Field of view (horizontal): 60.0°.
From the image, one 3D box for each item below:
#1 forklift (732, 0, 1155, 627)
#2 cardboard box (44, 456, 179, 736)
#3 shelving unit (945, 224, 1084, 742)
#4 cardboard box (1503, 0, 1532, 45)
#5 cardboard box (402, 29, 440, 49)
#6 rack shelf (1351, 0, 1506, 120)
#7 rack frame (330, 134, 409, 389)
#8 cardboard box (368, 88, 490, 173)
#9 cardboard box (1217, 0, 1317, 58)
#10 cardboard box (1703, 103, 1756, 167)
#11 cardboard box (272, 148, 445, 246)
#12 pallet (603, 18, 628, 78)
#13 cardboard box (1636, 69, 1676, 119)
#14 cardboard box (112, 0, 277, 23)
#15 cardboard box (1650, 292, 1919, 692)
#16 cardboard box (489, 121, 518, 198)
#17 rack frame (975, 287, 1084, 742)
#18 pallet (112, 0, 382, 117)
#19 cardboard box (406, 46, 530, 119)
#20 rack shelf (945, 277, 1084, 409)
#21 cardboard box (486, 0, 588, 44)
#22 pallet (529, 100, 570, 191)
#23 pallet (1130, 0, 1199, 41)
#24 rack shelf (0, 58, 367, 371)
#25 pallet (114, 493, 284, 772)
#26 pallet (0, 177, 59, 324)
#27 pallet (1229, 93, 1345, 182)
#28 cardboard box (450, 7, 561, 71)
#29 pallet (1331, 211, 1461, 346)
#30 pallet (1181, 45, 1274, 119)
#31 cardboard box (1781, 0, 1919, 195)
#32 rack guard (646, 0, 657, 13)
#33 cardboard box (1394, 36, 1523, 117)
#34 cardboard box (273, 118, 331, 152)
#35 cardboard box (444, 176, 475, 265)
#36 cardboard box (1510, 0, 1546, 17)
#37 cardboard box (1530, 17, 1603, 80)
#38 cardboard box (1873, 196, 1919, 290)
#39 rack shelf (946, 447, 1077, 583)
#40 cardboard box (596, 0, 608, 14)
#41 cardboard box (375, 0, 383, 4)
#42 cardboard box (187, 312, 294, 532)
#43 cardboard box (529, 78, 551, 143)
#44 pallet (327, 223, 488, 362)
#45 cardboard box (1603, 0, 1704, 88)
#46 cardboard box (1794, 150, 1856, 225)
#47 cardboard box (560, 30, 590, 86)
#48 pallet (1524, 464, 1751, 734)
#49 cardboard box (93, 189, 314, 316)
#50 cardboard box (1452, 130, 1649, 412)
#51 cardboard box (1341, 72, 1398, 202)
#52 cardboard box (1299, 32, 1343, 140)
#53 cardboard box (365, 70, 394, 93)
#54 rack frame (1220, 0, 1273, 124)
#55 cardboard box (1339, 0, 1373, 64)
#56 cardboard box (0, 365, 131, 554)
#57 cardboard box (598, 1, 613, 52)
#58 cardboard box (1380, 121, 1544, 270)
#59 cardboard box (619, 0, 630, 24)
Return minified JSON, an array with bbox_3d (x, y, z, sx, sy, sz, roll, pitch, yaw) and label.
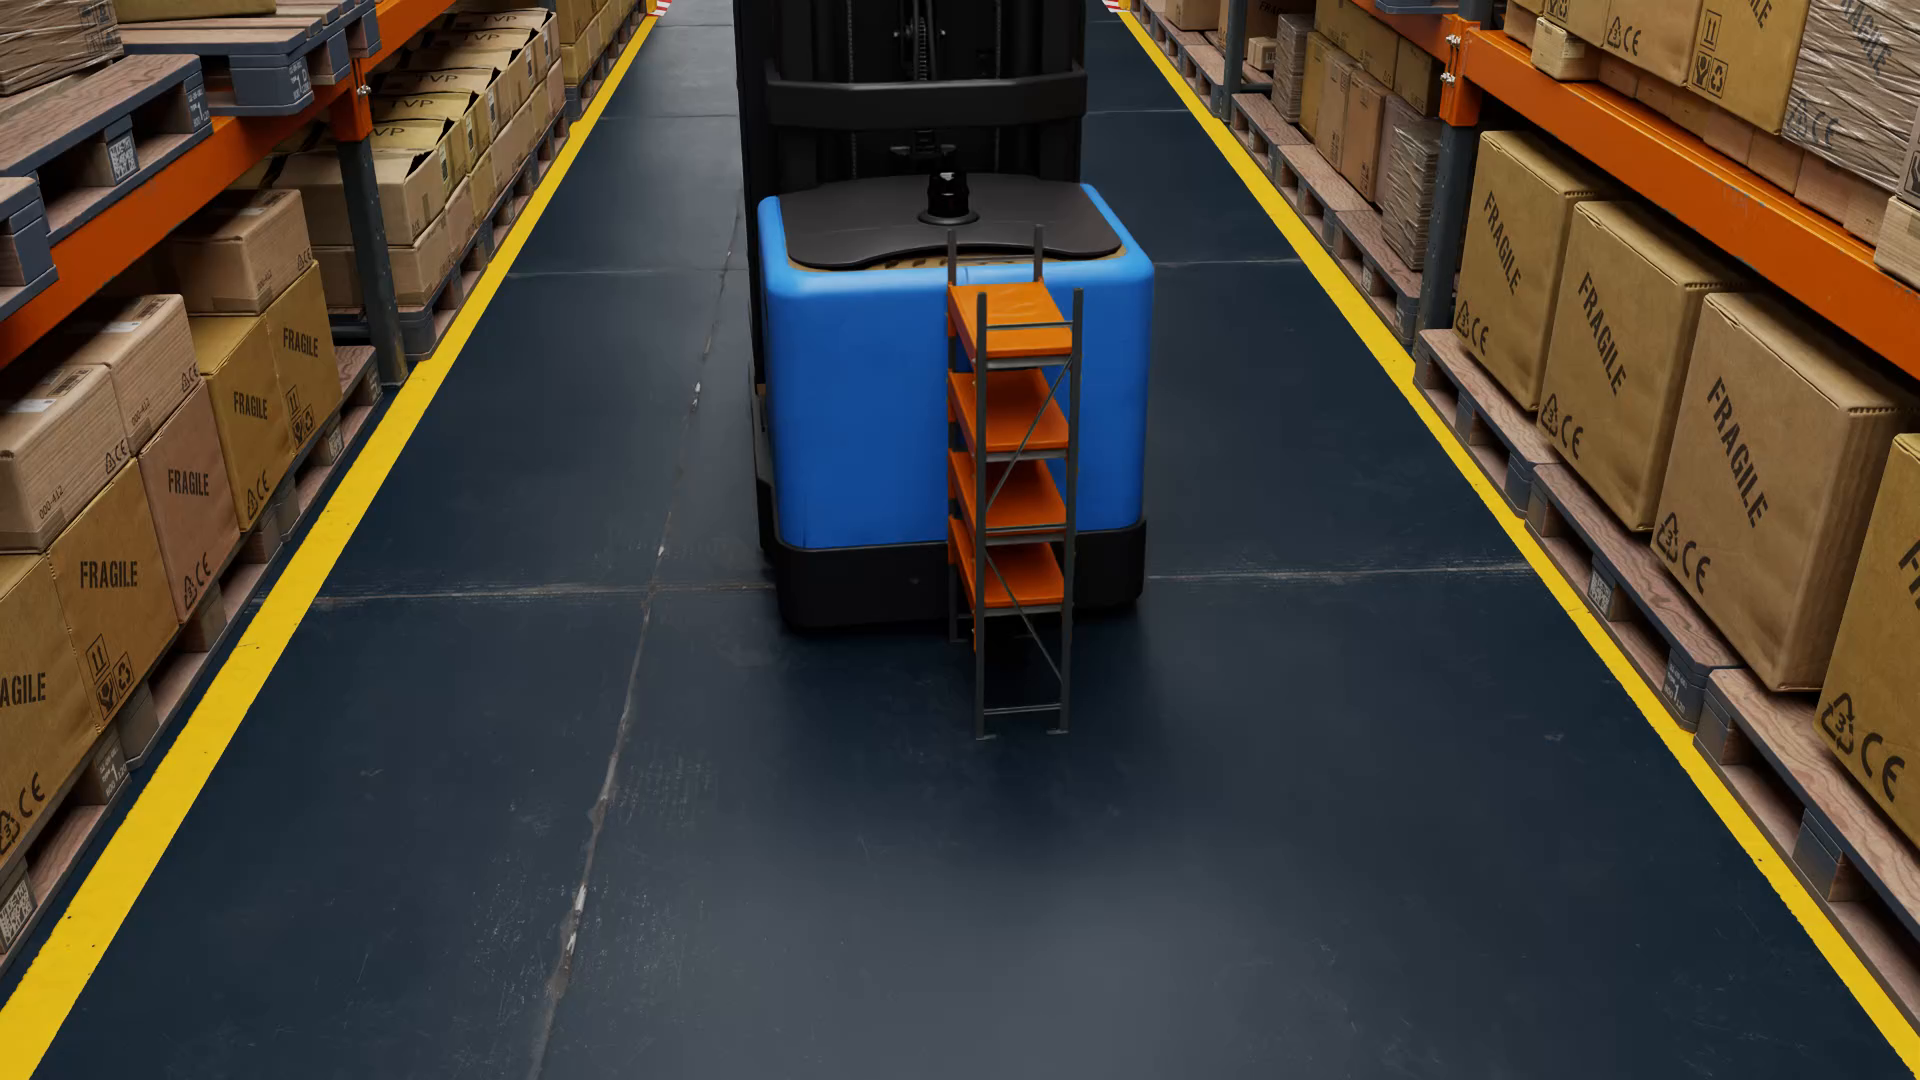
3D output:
[{"bbox_3d":[-0.190,-1.714,5.366,1.130,2.935,3.031,-4,28,-7],"label":"forklift"},{"bbox_3d":[-2.269,0.129,3.986,0.500,0.500,0.500,-1,28,-2],"label":"cardboard box"},{"bbox_3d":[0.124,-0.138,4.217,0.258,1.200,0.503,-4,28,-7],"label":"shelving unit"},{"bbox_3d":[2.094,-1.786,5.681,0.380,0.149,0.250,-2,28,-3],"label":"cardboard box"},{"bbox_3d":[-3.054,-2.560,8.827,0.500,0.311,0.500,-2,28,-3],"label":"cardboard box"},{"bbox_3d":[2.204,-2.651,7.867,1.077,0.370,4.000,-1,28,-3],"label":"rack shelf"},{"bbox_3d":[-2.639,-1.925,5.697,1.000,3.000,0.127,-1,28,-3],"label":"rack frame"},{"bbox_3d":[-2.433,-1.868,7.500,0.500,0.311,0.500,-2,28,-4],"label":"cardboard box"},{"bbox_3d":[2.005,-3.459,10.865,0.500,0.500,0.500,-3,28,-7],"label":"cardboard box"},{"bbox_3d":[2.185,-1.078,4.323,0.380,0.149,0.250,-1,28,-2],"label":"cardboard box"},{"bbox_3d":[-2.373,-1.390,6.583,0.500,0.311,0.500,0,28,-1],"label":"cardboard box"},{"bbox_3d":[-2.914,-3.469,11.673,1.003,0.211,1.213,-1,28,-3],"label":"pallet"},{"bbox_3d":[2.186,-1.312,4.772,0.380,0.149,0.250,-1,28,-2],"label":"cardboard box"},{"bbox_3d":[-2.493,-1.867,5.024,0.700,0.500,0.500,-11,29,-20],"label":"cardboard box"},{"bbox_3d":[2.304,-0.140,4.144,0.750,0.750,0.750,-1,28,-1],"label":"cardboard box"},{"bbox_3d":[-2.459,-1.850,8.072,0.500,0.250,0.500,-1,28,-2],"label":"cardboard box"},{"bbox_3d":[0.158,-0.026,4.003,0.240,1.200,0.015,-4,28,-7],"label":"rack frame"},{"bbox_3d":[-2.533,-1.529,5.144,1.213,0.211,1.003,-1,28,-3],"label":"pallet"},{"bbox_3d":[-2.483,-2.337,8.400,0.500,0.311,0.500,-1,28,-3],"label":"cardboard box"},{"bbox_3d":[0.124,-0.487,4.036,0.258,0.148,0.480,-4,28,-7],"label":"rack shelf"},{"bbox_3d":[-2.559,-3.293,10.029,0.500,0.500,0.500,-1,28,-3],"label":"cardboard box"},{"bbox_3d":[-2.770,-2.197,9.233,1.003,0.211,1.213,-1,28,-3],"label":"pallet"},{"bbox_3d":[1.901,-4.093,12.870,1.003,0.211,1.213,-1,28,-3],"label":"pallet"},{"bbox_3d":[-2.534,-0.682,4.093,1.077,0.370,4.000,-1,28,-3],"label":"rack shelf"},{"bbox_3d":[-2.577,0.219,4.601,1.003,0.211,1.213,-1,28,-3],"label":"pallet"},{"bbox_3d":[-2.363,-0.364,2.912,1.003,0.211,1.213,-1,28,-3],"label":"pallet"},{"bbox_3d":[2.141,-2.298,9.427,1.003,0.211,1.213,-1,28,-3],"label":"pallet"},{"bbox_3d":[-2.540,-2.808,9.303,0.500,0.311,0.500,-1,28,-3],"label":"cardboard box"},{"bbox_3d":[2.269,-1.171,7.267,1.003,0.211,1.213,-1,28,-3],"label":"pallet"},{"bbox_3d":[2.029,-2.966,10.709,1.003,0.211,1.213,-1,28,-3],"label":"pallet"},{"bbox_3d":[2.187,-1.059,3.585,0.500,0.500,0.500,-1,28,-3],"label":"cardboard box"},{"bbox_3d":[-3.058,-4.522,13.380,1.175,0.500,0.348,-1,28,-3],"label":"rack guard"},{"bbox_3d":[2.251,-2.061,7.375,0.500,0.250,0.500,-1,28,-2],"label":"cardboard box"},{"bbox_3d":[-2.946,-1.616,7.018,0.500,0.311,0.500,-2,28,-3],"label":"cardboard box"},{"bbox_3d":[-2.400,-1.373,7.158,0.500,0.250,0.500,-2,28,-4],"label":"cardboard box"},{"bbox_3d":[2.078,-2.001,5.391,0.500,0.500,0.500,-1,28,-1],"label":"cardboard box"},{"bbox_3d":[2.028,-1.545,5.218,0.380,0.149,0.250,-1,28,-1],"label":"cardboard box"},{"bbox_3d":[2.139,-0.603,3.413,0.380,0.149,0.250,-1,28,-3],"label":"cardboard box"},{"bbox_3d":[0.124,-0.078,4.248,0.258,0.148,0.480,-4,28,-7],"label":"rack shelf"},{"bbox_3d":[-2.611,-3.755,10.915,0.500,0.500,0.500,-1,28,-3],"label":"cardboard box"},{"bbox_3d":[-2.492,-2.303,6.519,0.500,0.311,0.500,-2,28,-3],"label":"cardboard box"},{"bbox_3d":[-2.329,-0.346,4.898,0.500,0.500,0.500,-2,28,-5],"label":"cardboard box"},{"bbox_3d":[-2.512,-2.321,8.976,0.500,0.250,0.500,-2,28,-3],"label":"cardboard box"},{"bbox_3d":[-2.643,-1.070,7.073,1.003,0.211,1.213,-1,28,-3],"label":"pallet"},{"bbox_3d":[2.121,-1.530,4.488,0.500,0.500,0.500,-2,28,-3],"label":"cardboard box"},{"bbox_3d":[2.194,-0.834,3.855,0.380,0.149,0.250,-2,28,-4],"label":"cardboard box"},{"bbox_3d":[-2.569,-2.961,10.202,0.500,0.250,0.500,-1,28,-3],"label":"cardboard box"},{"bbox_3d":[2.335,0.118,4.795,1.003,0.211,1.213,-1,28,-3],"label":"pallet"},{"bbox_3d":[-2.348,-0.892,5.133,0.500,0.250,0.500,0,28,-1],"label":"cardboard box"},{"bbox_3d":[2.215,-0.937,5.672,0.750,0.750,0.750,-2,28,-3],"label":"cardboard box"},{"bbox_3d":[2.253,-1.934,7.941,0.700,0.500,0.500,-2,28,-3],"label":"cardboard box"},{"bbox_3d":[2.231,-2.403,8.842,0.700,0.500,0.500,-2,28,-4],"label":"cardboard box"},{"bbox_3d":[-2.993,-2.081,7.909,0.500,0.311,0.500,-1,28,-1],"label":"cardboard box"},{"bbox_3d":[2.099,-3.893,9.471,1.000,3.000,0.127,-1,28,-3],"label":"rack frame"},{"bbox_3d":[2.212,-2.530,8.273,0.500,0.250,0.500,-2,28,-4],"label":"cardboard box"},{"bbox_3d":[-2.264,-0.188,3.783,0.500,0.250,0.500,-1,28,-3],"label":"cardboard box"},{"bbox_3d":[-2.611,-3.423,11.088,0.500,0.250,0.500,-1,28,-3],"label":"cardboard box"},{"bbox_3d":[2.218,-1.464,7.041,0.700,0.500,0.500,-1,28,-2],"label":"cardboard box"},{"bbox_3d":[-2.667,-3.884,11.973,0.500,0.250,0.500,-1,28,-3],"label":"cardboard box"}]
